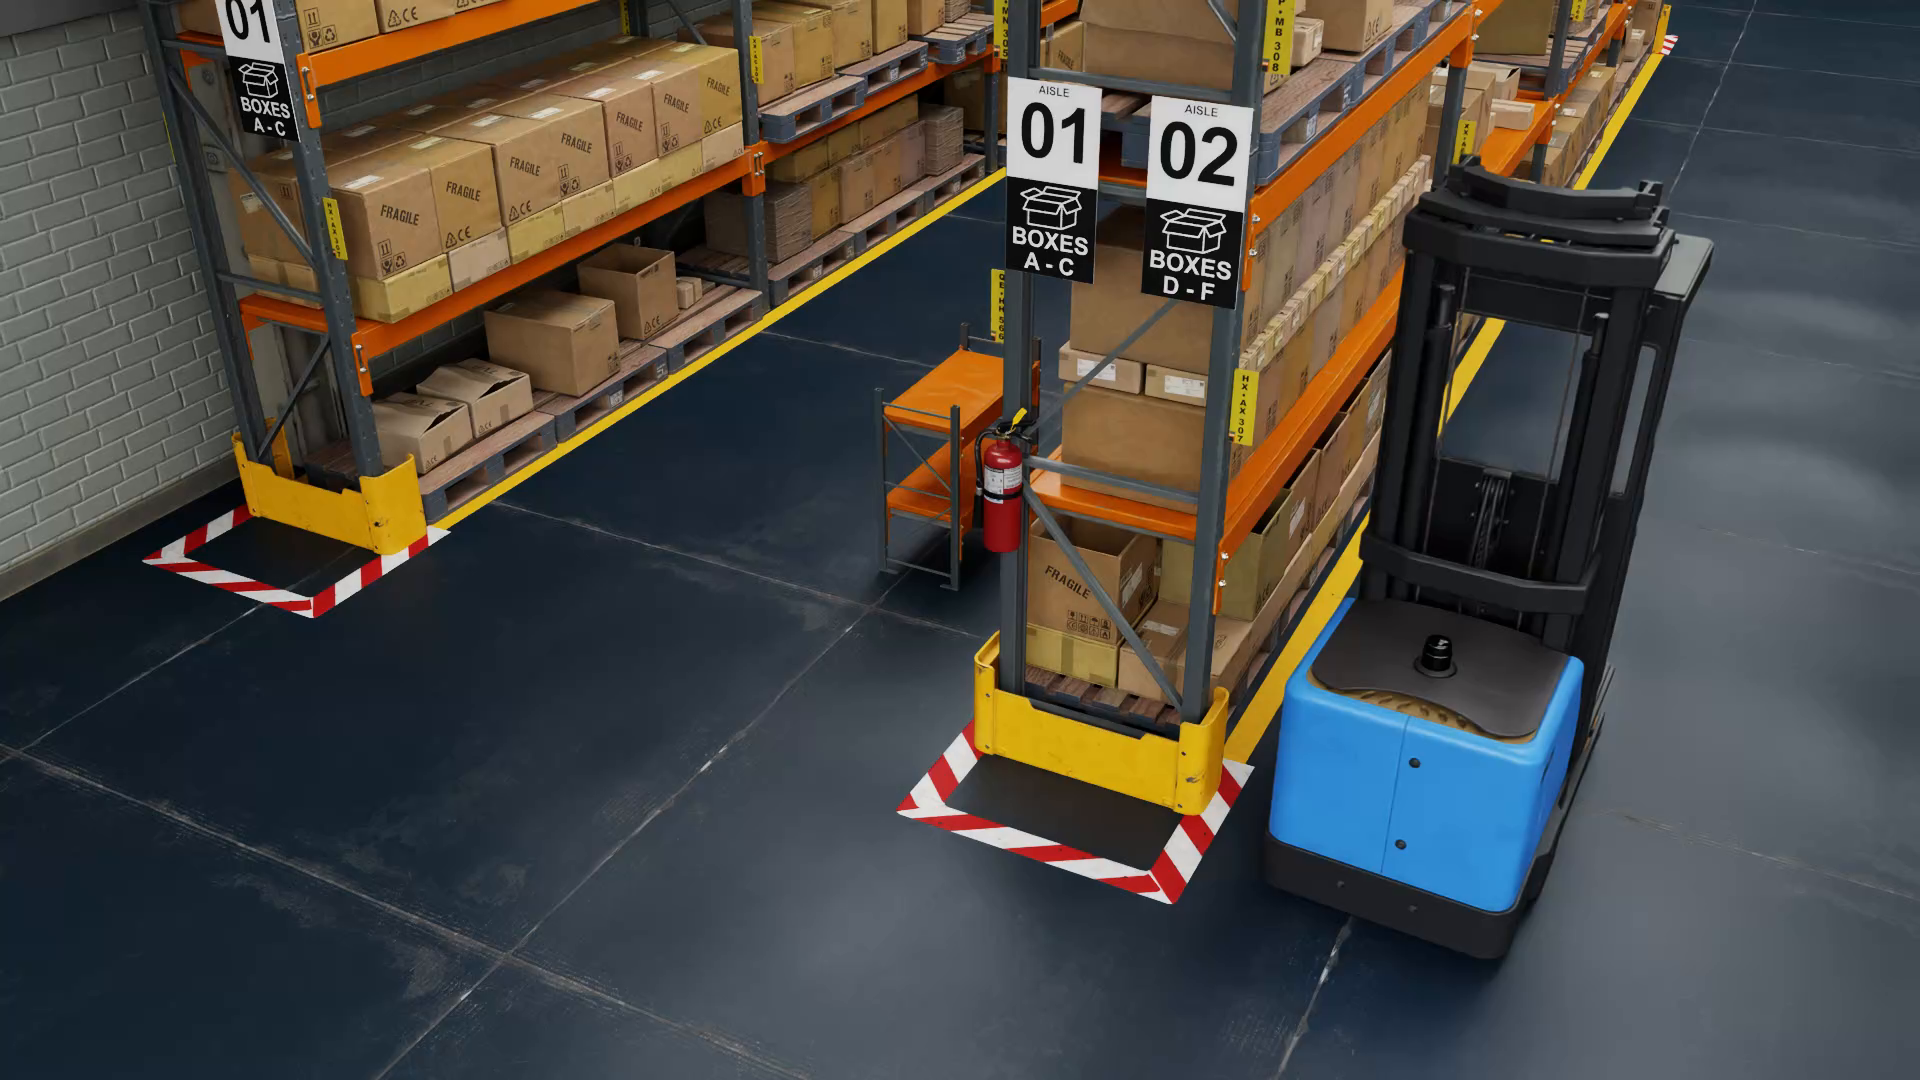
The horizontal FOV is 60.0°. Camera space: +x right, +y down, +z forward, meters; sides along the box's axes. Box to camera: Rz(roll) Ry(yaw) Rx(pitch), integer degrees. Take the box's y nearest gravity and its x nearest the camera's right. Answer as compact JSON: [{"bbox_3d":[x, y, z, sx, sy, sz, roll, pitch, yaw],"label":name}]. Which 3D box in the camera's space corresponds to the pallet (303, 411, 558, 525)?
[{"bbox_3d":[-3.320,-0.553,10.501,1.003,0.211,1.213,14,33,23],"label":"pallet"}]

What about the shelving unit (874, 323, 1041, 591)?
[{"bbox_3d":[0.003,-0.491,9.475,0.538,1.125,1.048,14,33,23],"label":"shelving unit"}]

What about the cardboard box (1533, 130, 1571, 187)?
[{"bbox_3d":[4.995,-3.278,14.514,0.500,0.500,0.500,13,32,22],"label":"cardboard box"}]

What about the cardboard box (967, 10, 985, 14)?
[{"bbox_3d":[0.244,-4.916,15.531,0.380,0.149,0.250,14,33,23],"label":"cardboard box"}]

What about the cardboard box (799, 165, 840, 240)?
[{"bbox_3d":[-1.423,-2.827,13.729,0.700,0.500,0.500,14,33,22],"label":"cardboard box"}]

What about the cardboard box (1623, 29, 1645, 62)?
[{"bbox_3d":[7.456,-5.634,18.869,0.500,0.250,0.500,14,33,23],"label":"cardboard box"}]

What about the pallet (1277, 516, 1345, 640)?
[{"bbox_3d":[1.523,0.068,9.420,1.003,0.211,1.213,14,33,23],"label":"pallet"}]

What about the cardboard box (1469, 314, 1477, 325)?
[{"bbox_3d":[3.582,-1.822,12.249,0.500,0.250,0.500,15,33,24],"label":"cardboard box"}]

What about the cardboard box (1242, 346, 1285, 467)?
[{"bbox_3d":[1.114,-0.736,7.918,0.700,0.500,0.500,15,33,25],"label":"cardboard box"}]

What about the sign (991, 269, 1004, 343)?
[{"bbox_3d":[0.178,-0.988,7.058,0.100,0.325,0.005,14,33,23],"label":"sign"}]

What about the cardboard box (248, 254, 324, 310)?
[{"bbox_3d":[-3.716,-1.571,9.604,0.500,0.250,0.500,15,33,24],"label":"cardboard box"}]

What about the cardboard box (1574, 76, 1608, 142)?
[{"bbox_3d":[5.919,-4.180,16.085,0.500,0.500,0.500,14,33,23],"label":"cardboard box"}]

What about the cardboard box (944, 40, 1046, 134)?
[{"bbox_3d":[0.340,-4.469,16.257,0.750,0.750,0.750,14,33,23],"label":"cardboard box"}]

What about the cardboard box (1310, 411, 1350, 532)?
[{"bbox_3d":[1.783,-0.421,9.057,0.500,0.500,0.500,14,33,23],"label":"cardboard box"}]

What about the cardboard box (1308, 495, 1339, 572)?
[{"bbox_3d":[1.782,-0.096,9.244,0.500,0.250,0.500,14,33,23],"label":"cardboard box"}]

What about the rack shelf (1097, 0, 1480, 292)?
[{"bbox_3d":[1.566,-2.130,8.157,1.077,0.370,4.000,14,33,23],"label":"rack shelf"}]

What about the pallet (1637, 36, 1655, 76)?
[{"bbox_3d":[7.547,-5.750,19.552,1.003,0.211,1.213,14,33,23],"label":"pallet"}]

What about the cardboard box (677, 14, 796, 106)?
[{"bbox_3d":[-1.672,-3.602,12.467,0.700,0.500,0.500,14,33,23],"label":"cardboard box"}]

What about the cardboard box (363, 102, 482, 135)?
[{"bbox_3d":[-3.261,-2.353,10.214,0.500,0.500,0.500,13,32,22],"label":"cardboard box"}]

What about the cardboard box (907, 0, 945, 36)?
[{"bbox_3d":[-0.548,-4.692,14.367,0.700,0.500,0.500,11,32,19],"label":"cardboard box"}]

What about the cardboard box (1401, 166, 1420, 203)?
[{"bbox_3d":[2.430,-2.074,9.597,0.380,0.149,0.250,14,33,22],"label":"cardboard box"}]

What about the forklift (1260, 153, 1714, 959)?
[{"bbox_3d":[2.447,-0.290,7.312,1.130,2.935,3.031,16,33,25],"label":"forklift"}]

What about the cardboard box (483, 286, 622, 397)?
[{"bbox_3d":[-2.723,-1.336,11.133,0.700,0.500,0.500,12,32,20],"label":"cardboard box"}]

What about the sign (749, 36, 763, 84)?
[{"bbox_3d":[-1.448,-3.405,11.798,0.100,0.325,0.005,14,33,23],"label":"sign"}]

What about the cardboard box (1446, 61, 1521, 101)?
[{"bbox_3d":[4.095,-3.611,13.115,0.500,0.311,0.500,16,34,26],"label":"cardboard box"}]

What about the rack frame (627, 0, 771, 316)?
[{"bbox_3d":[-1.934,-3.150,12.222,1.000,3.000,0.127,14,33,23],"label":"rack frame"}]

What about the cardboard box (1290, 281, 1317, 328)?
[{"bbox_3d":[1.494,-1.162,8.010,0.380,0.149,0.250,13,32,22],"label":"cardboard box"}]

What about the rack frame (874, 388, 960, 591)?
[{"bbox_3d":[-0.228,-0.265,9.083,0.500,1.125,0.032,14,33,23],"label":"rack frame"}]

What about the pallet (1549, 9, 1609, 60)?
[{"bbox_3d":[5.181,-4.581,14.907,1.003,0.211,1.213,14,33,23],"label":"pallet"}]

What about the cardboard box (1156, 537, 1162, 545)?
[{"bbox_3d":[1.077,-0.321,8.883,0.500,0.500,0.500,14,33,23],"label":"cardboard box"}]

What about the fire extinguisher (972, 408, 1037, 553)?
[{"bbox_3d":[0.188,-0.274,7.292,0.296,0.674,0.183,14,33,23],"label":"fire extinguisher"}]

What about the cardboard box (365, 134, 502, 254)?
[{"bbox_3d":[-3.038,-2.005,9.608,0.500,0.500,0.500,14,33,23],"label":"cardboard box"}]

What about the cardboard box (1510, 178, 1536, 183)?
[{"bbox_3d":[4.280,-2.746,13.295,0.500,0.311,0.500,15,33,25],"label":"cardboard box"}]

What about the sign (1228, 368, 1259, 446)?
[{"bbox_3d":[1.146,-0.535,6.721,0.100,0.325,0.005,14,33,23],"label":"sign"}]

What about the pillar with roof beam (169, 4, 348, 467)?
[{"bbox_3d":[-0.375,-3.508,6.822,9.100,9.000,0.400,14,33,23],"label":"pillar with roof beam"}]

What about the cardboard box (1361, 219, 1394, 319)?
[{"bbox_3d":[2.046,-1.637,9.489,0.700,0.500,0.500,14,33,23],"label":"cardboard box"}]

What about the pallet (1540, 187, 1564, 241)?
[{"bbox_3d":[4.673,-2.914,14.612,1.003,0.211,1.213,14,33,23],"label":"pallet"}]

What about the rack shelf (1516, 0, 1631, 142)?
[{"bbox_3d":[5.210,-4.375,15.079,1.077,0.370,4.000,14,33,23],"label":"rack shelf"}]

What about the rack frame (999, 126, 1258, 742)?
[{"bbox_3d":[0.655,-0.254,7.181,1.000,3.000,0.127,14,33,23],"label":"rack frame"}]

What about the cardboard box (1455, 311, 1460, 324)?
[{"bbox_3d":[3.120,-1.608,11.314,0.500,0.311,0.500,14,33,23],"label":"cardboard box"}]

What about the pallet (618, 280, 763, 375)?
[{"bbox_3d":[-2.209,-1.635,12.384,1.003,0.211,1.213,14,33,23],"label":"pallet"}]

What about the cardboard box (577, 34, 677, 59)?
[{"bbox_3d":[-2.334,-3.257,11.788,0.500,0.500,0.500,14,33,22],"label":"cardboard box"}]

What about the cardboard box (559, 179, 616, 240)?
[{"bbox_3d":[-2.558,-2.146,10.605,0.500,0.250,0.500,15,33,24],"label":"cardboard box"}]

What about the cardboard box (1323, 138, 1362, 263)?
[{"bbox_3d":[1.595,-1.768,8.413,0.700,0.500,0.500,14,33,23],"label":"cardboard box"}]

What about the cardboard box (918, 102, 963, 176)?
[{"bbox_3d":[-0.394,-3.699,15.247,0.700,0.500,0.500,15,33,24],"label":"cardboard box"}]

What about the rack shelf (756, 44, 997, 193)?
[{"bbox_3d":[-1.023,-3.724,13.946,1.077,0.370,4.000,14,33,23],"label":"rack shelf"}]

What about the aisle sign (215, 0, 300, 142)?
[{"bbox_3d":[-3.522,-2.404,8.313,0.394,0.787,0.004,14,33,23],"label":"aisle sign"}]

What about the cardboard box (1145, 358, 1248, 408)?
[{"bbox_3d":[1.025,-0.704,7.212,0.380,0.149,0.250,14,33,23],"label":"cardboard box"}]

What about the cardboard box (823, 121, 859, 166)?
[{"bbox_3d":[-1.183,-3.339,13.868,0.500,0.250,0.500,13,32,22],"label":"cardboard box"}]

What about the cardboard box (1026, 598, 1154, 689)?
[{"bbox_3d":[0.636,0.451,8.291,0.500,0.250,0.500,14,33,23],"label":"cardboard box"}]

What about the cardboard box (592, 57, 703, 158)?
[{"bbox_3d":[-2.097,-2.916,11.193,0.500,0.500,0.500,14,33,23],"label":"cardboard box"}]

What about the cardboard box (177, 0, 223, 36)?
[{"bbox_3d":[-3.792,-2.972,8.780,0.500,0.500,0.500,17,34,27],"label":"cardboard box"}]

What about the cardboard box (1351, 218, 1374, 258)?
[{"bbox_3d":[1.964,-1.620,8.808,0.380,0.149,0.250,15,33,25],"label":"cardboard box"}]

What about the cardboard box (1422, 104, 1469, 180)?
[{"bbox_3d":[3.081,-2.641,11.237,0.500,0.500,0.500,17,34,27],"label":"cardboard box"}]
